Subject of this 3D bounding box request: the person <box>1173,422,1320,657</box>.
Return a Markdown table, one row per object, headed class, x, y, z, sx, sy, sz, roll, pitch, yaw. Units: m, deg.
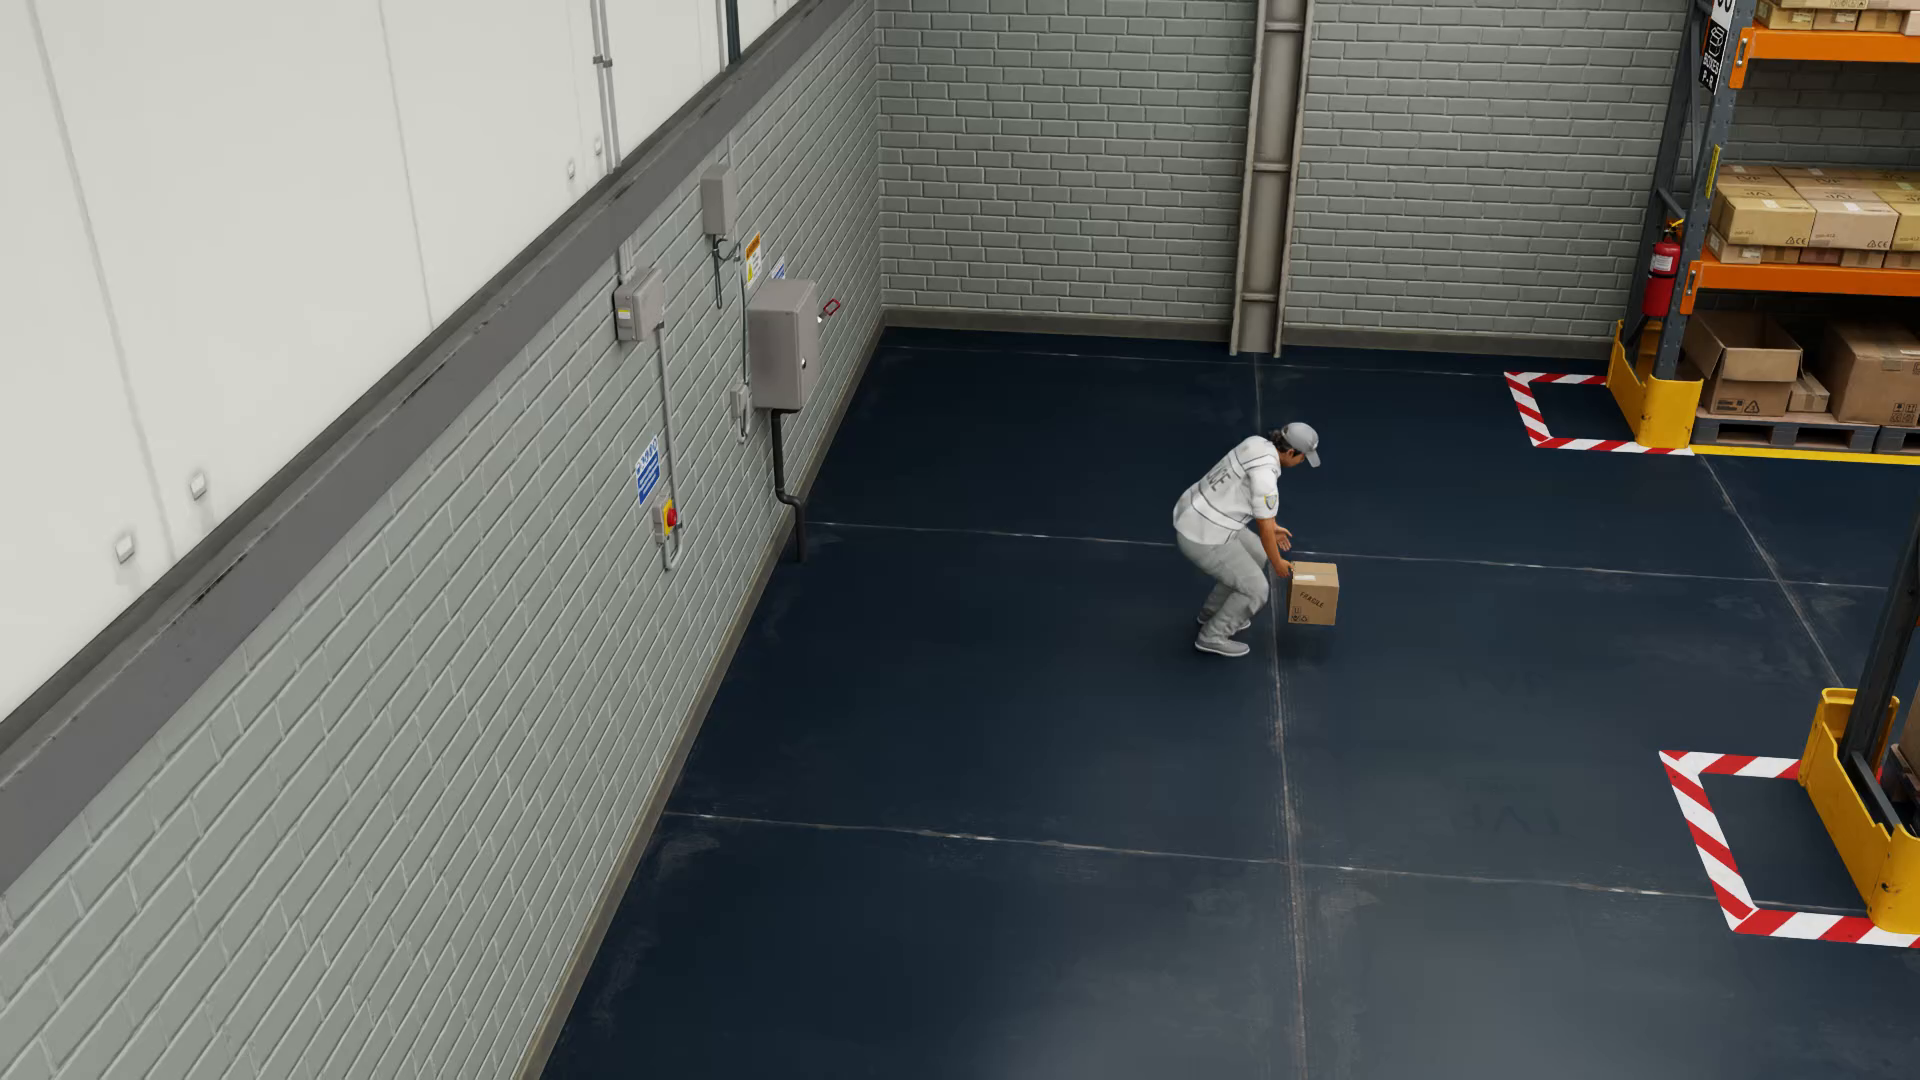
| class | x | y | z | sx | sy | sz | roll | pitch | yaw |
| --- | --- | --- | --- | --- | --- | --- | --- | --- | --- |
| person | 1.537 | -0.043 | 9.066 | 0.758 | 1.324 | 0.538 | 3 | 29 | 6 |
